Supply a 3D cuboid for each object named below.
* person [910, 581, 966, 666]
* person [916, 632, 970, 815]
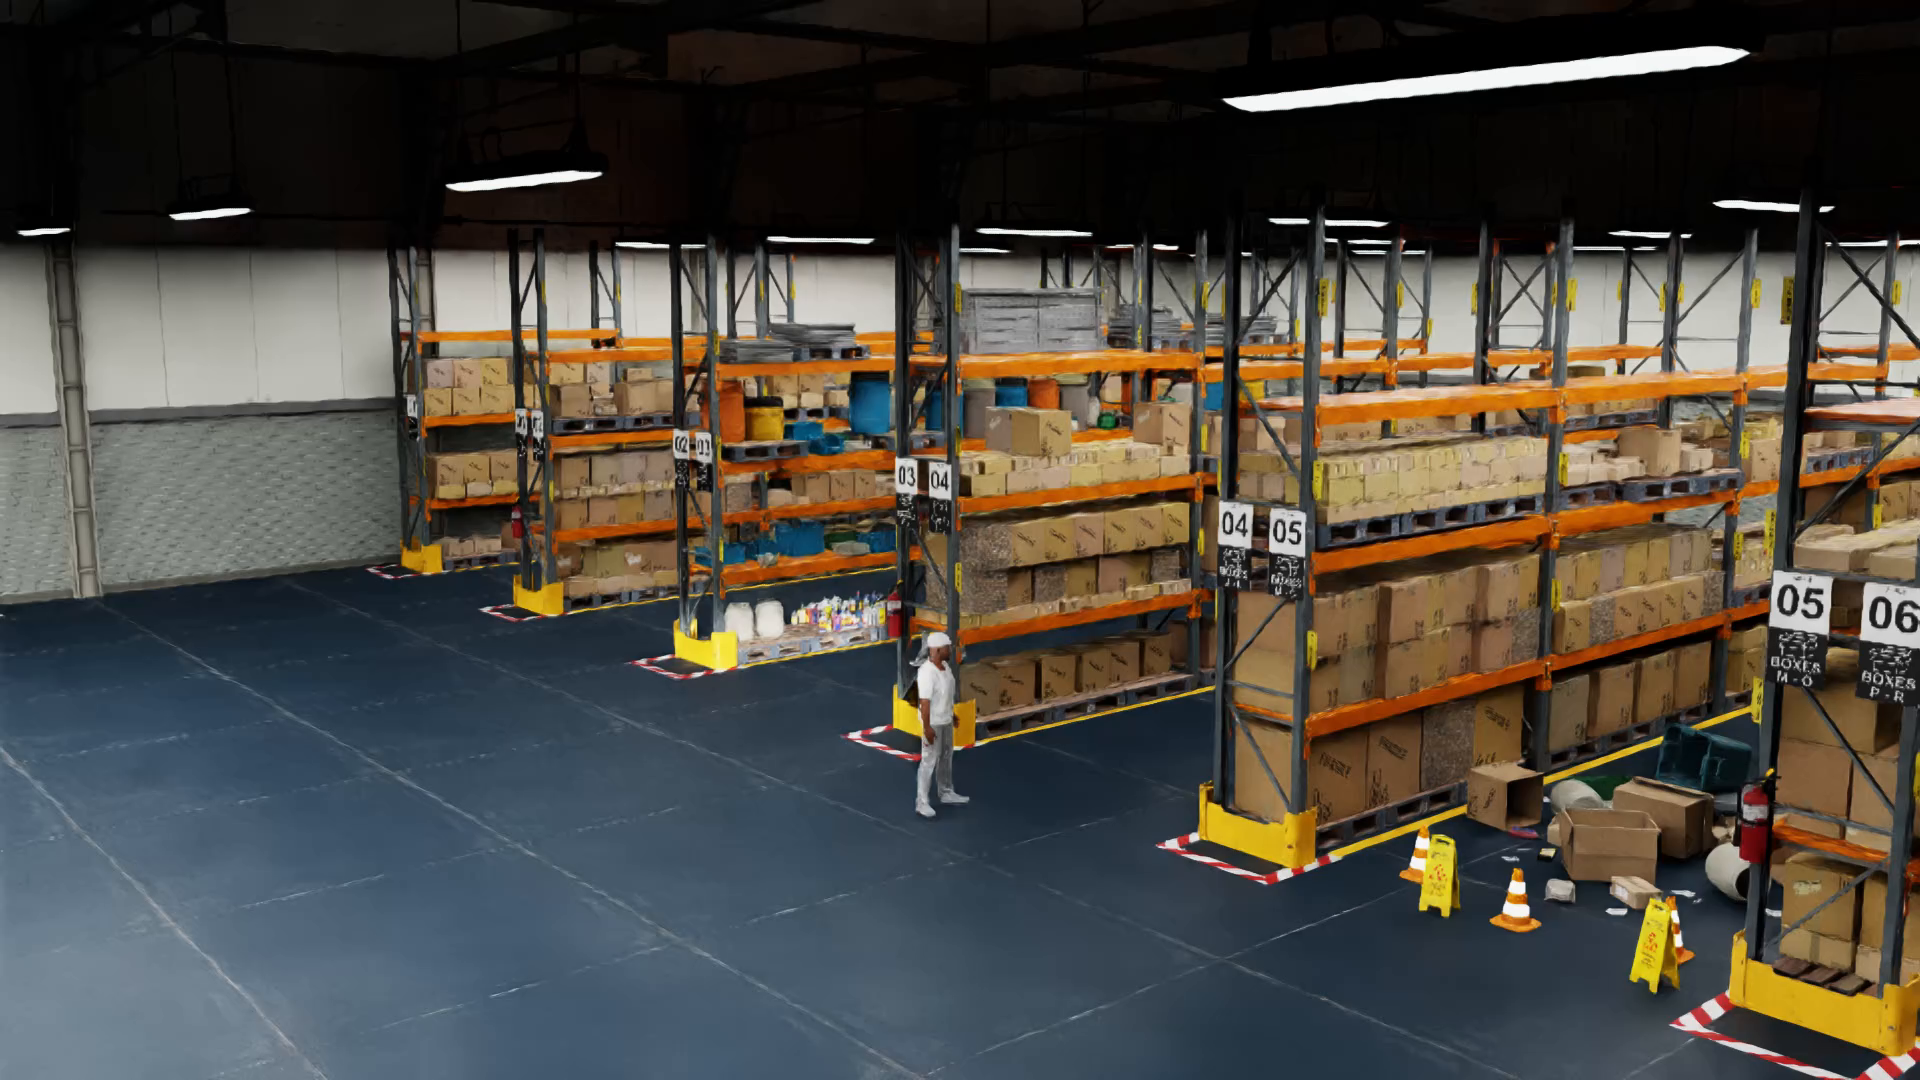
[{"bbox_3d":[-0.282,0.936,22.640,0.948,1.529,0.432,-8,12,-41],"label":"person"},{"bbox_3d":[-0.175,1.782,16.338,0.462,1.764,0.649,3,9,20],"label":"person"}]
